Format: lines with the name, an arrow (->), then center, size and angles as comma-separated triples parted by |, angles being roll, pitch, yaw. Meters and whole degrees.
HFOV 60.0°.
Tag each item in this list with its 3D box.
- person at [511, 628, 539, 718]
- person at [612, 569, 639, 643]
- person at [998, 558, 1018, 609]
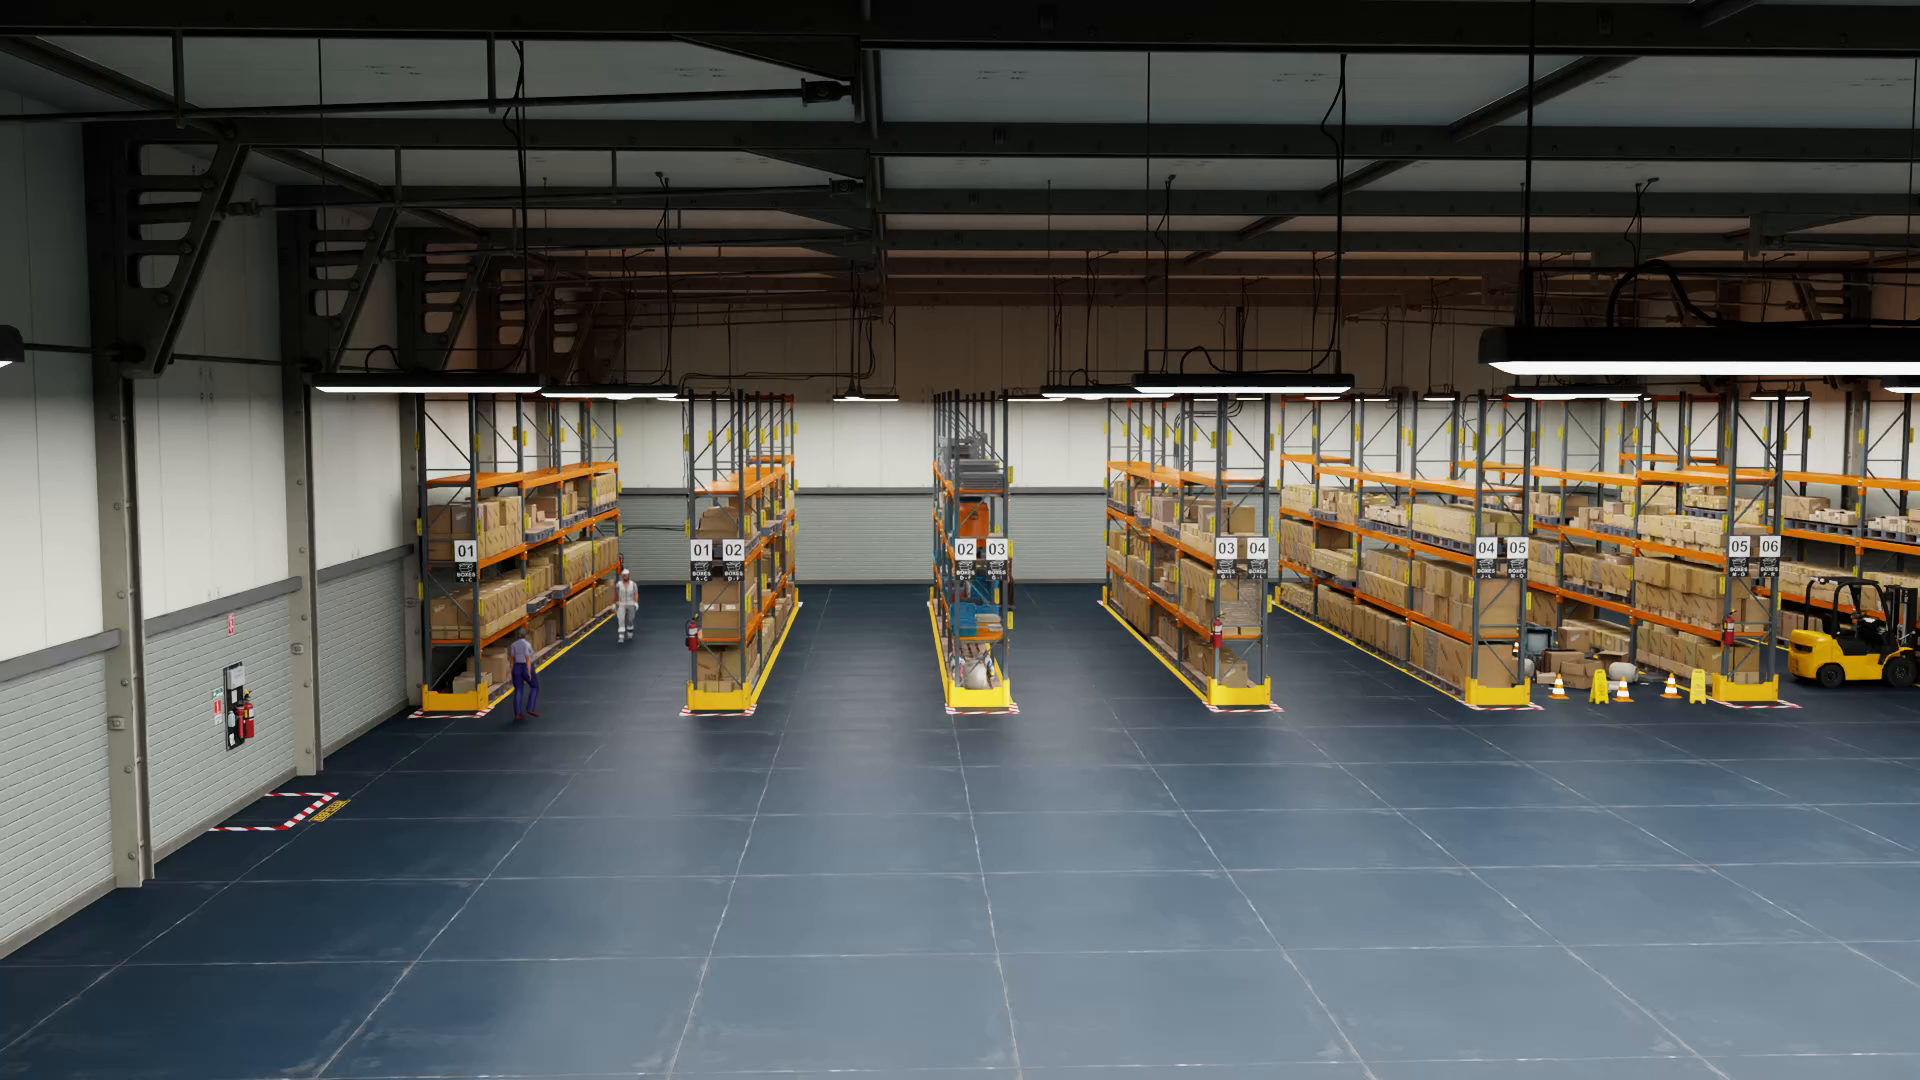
person -> -7.981, 2.442, 30.341 | 0.512, 1.641, 0.517 | 1, 5, 9
person -> -8.038, 1.571, 39.919 | 0.634, 1.721, 1.050 | -1, 5, -11
person -> 1.305, 1.049, 46.589 | 0.588, 1.825, 0.644 | -2, 5, -23
